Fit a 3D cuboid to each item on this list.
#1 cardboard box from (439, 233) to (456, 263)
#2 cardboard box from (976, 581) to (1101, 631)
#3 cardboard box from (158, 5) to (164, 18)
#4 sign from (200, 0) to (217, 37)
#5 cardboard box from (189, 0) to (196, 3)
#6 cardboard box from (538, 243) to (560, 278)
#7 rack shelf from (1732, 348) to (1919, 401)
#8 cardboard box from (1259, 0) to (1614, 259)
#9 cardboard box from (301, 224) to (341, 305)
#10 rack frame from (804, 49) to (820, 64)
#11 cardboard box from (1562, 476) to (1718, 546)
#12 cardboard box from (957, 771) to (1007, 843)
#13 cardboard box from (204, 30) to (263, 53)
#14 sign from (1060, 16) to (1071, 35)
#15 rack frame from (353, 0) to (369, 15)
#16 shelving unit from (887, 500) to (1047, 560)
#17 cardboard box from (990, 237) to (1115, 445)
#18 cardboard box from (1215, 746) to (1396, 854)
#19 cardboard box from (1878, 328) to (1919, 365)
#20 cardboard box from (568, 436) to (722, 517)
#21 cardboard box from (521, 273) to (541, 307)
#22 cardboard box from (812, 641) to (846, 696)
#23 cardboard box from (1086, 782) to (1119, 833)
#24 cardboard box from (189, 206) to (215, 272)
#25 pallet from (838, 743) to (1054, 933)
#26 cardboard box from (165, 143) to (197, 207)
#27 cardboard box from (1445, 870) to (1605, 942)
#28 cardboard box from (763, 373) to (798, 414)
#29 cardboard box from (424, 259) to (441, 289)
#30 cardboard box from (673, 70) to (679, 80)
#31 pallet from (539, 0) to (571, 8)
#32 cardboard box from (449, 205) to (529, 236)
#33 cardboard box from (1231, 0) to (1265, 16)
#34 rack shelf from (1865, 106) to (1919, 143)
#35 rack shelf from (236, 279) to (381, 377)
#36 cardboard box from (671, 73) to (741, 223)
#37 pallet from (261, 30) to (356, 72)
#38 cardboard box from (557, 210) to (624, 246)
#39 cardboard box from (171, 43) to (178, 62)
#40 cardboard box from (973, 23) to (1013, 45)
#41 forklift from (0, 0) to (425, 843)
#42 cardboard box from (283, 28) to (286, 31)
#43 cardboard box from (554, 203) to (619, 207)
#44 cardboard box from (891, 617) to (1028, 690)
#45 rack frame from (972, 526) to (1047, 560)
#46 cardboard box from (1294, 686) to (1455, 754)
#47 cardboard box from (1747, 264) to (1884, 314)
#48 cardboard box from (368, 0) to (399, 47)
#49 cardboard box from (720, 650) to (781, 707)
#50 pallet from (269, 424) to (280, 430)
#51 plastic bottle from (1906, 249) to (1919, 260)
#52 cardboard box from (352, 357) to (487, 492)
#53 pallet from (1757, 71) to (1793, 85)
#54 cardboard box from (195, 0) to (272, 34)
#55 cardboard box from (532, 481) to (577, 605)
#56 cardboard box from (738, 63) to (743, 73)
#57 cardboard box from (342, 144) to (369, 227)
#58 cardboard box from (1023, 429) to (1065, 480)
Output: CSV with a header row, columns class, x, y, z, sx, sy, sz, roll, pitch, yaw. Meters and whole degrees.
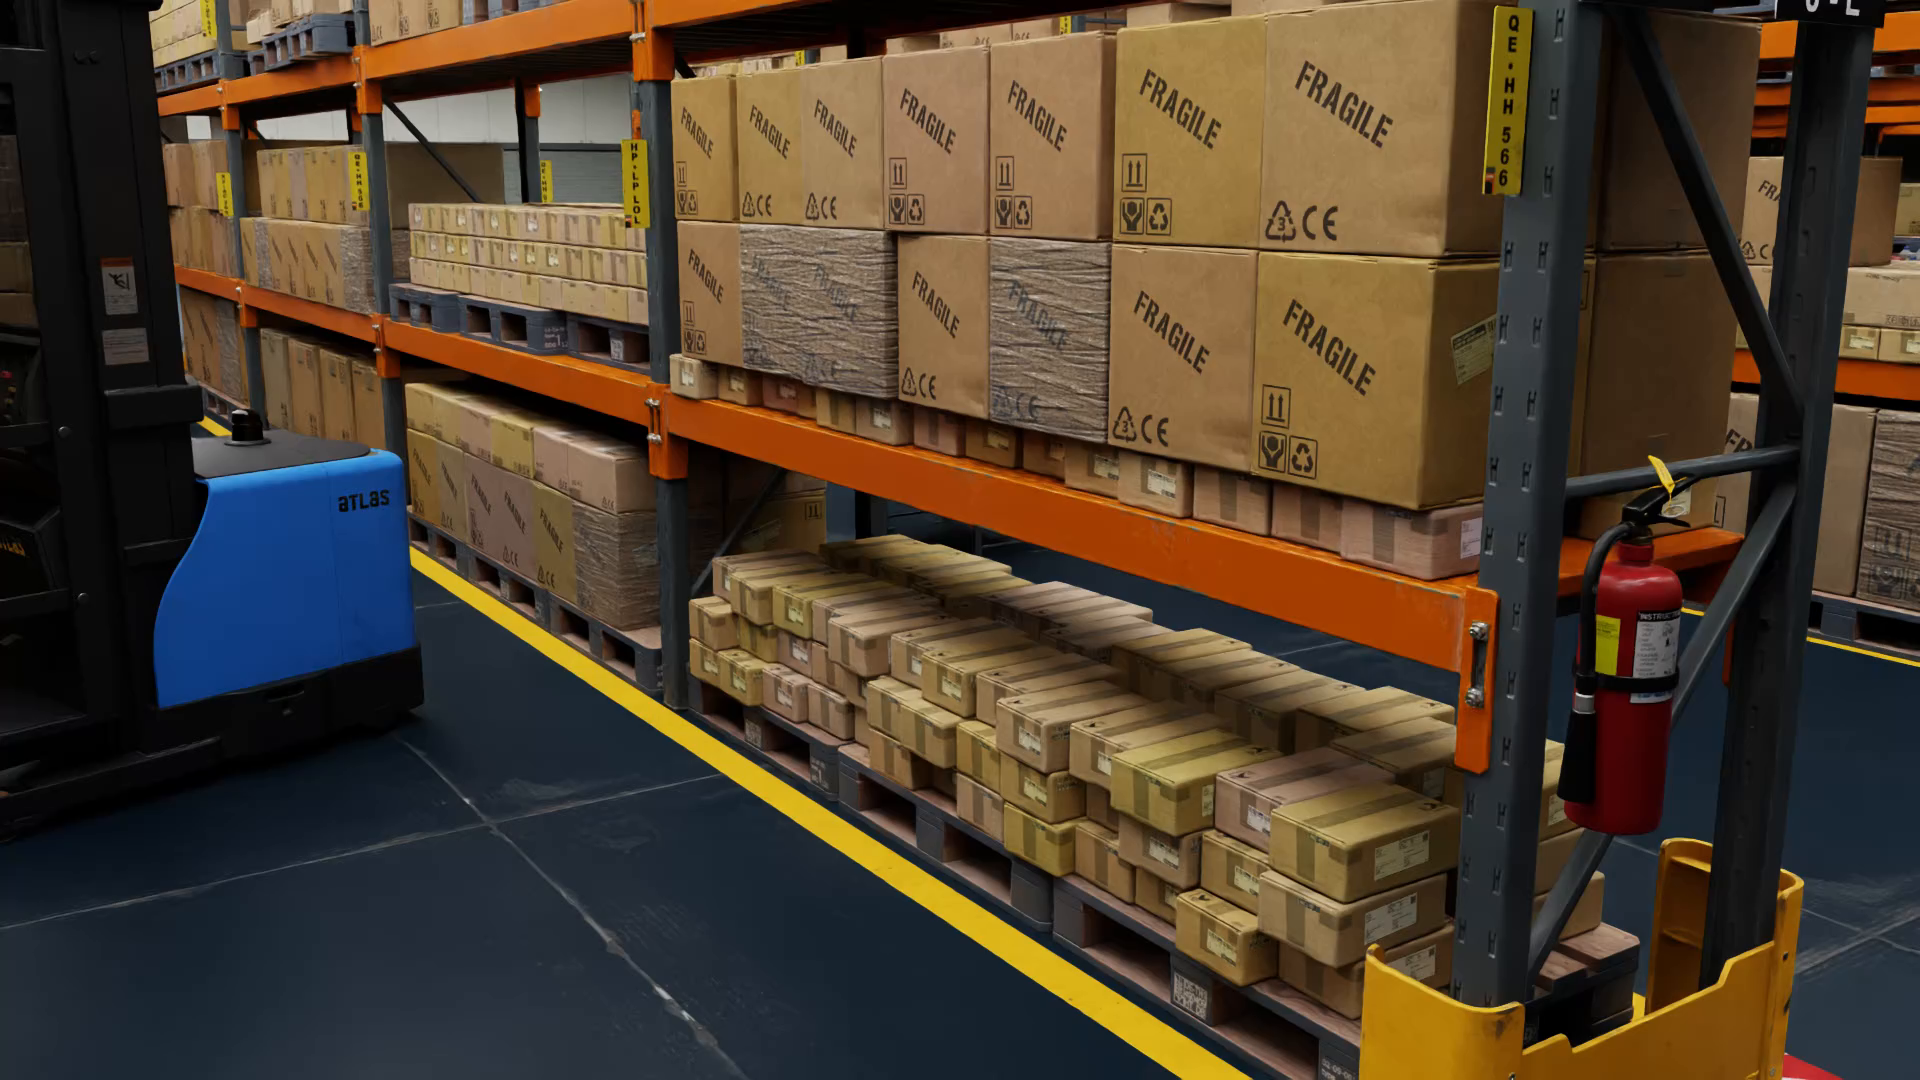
class,x,y,z,sx,sy,sz,roll,pitch,yaw
cardboard box,-2.572,-1.574,8.948,0.380,0.149,0.250,-9,15,-35
cardboard box,0.279,0.266,5.921,0.380,0.149,0.250,-9,15,-35
cardboard box,-6.785,-4.637,14.528,0.380,0.149,0.250,-8,15,-33
sign,-5.653,-3.953,12.502,0.100,0.325,0.005,-8,15,-33
cardboard box,-5.938,-4.366,13.288,0.380,0.149,0.250,-8,15,-33
cardboard box,-1.724,-1.301,7.698,0.380,0.149,0.250,-9,15,-36
rack shelf,4.534,-0.702,7.734,1.077,0.370,4.000,-8,15,-33
cardboard box,0.996,-0.863,3.517,0.500,0.500,0.500,-8,15,-34
cardboard box,-4.001,-1.826,10.958,0.500,0.500,0.500,-8,15,-34
rack frame,-1.007,-5.763,15.149,1.000,3.000,0.127,-8,15,-33
cardboard box,1.550,-0.102,3.896,0.380,0.149,0.250,-8,15,-33
cardboard box,0.214,0.768,5.020,0.380,0.149,0.250,-8,15,-32
cardboard box,-5.660,-3.886,12.962,0.380,0.149,0.250,-8,15,-33
sign,0.757,-3.775,11.869,0.100,0.325,0.005,-8,15,-33
rack frame,-2.976,-4.482,9.294,1.000,3.000,0.127,-8,15,-33
shelving unit,0.004,-0.548,9.736,0.538,1.125,1.048,-8,15,-33
cardboard box,0.424,-0.553,4.441,0.500,0.500,0.500,-8,15,-33
cardboard box,0.861,0.653,4.153,0.380,0.149,0.250,-8,15,-32
cardboard box,4.324,-0.871,7.412,0.380,0.149,0.250,-8,15,-32
cardboard box,-1.383,-0.293,7.292,0.500,0.250,0.500,-9,15,-34
cardboard box,-1.869,-1.201,7.937,0.380,0.149,0.250,-7,14,-30
cardboard box,-0.298,0.426,5.884,0.380,0.149,0.250,-9,15,-36
cardboard box,0.574,0.701,4.627,0.380,0.149,0.250,-8,15,-33
cardboard box,-6.308,-2.688,14.780,0.875,0.550,0.500,-8,15,-33
pallet,0.322,0.855,5.459,1.003,0.211,1.213,-8,15,-33
cardboard box,-6.656,-3.302,15.060,0.875,0.550,0.550,-8,15,-33
cardboard box,1.433,0.928,4.288,0.380,0.149,0.250,-8,15,-32
cardboard box,-0.478,-0.550,5.943,0.380,0.149,0.250,-9,15,-35
cardboard box,-2.747,-1.483,9.225,0.380,0.149,0.250,-7,14,-30
cardboard box,-2.866,-4.909,17.685,0.380,0.149,0.250,-7,14,-31
pallet,-1.013,-2.336,6.941,1.213,0.211,1.003,-8,15,-33
cardboard box,-2.451,-1.681,8.738,0.380,0.149,0.250,-9,15,-35
cardboard box,2.159,-3.597,11.050,0.500,0.500,0.500,-7,14,-30
rack shelf,10.567,-4.051,16.026,1.077,0.370,4.000,-8,15,-33
rack shelf,-4.084,-1.556,11.638,1.077,0.370,4.000,-8,15,-33
cardboard box,-0.712,-1.414,6.033,0.500,0.500,0.500,-8,14,-31
pallet,-3.999,-3.231,11.037,1.003,0.211,1.213,-7,14,-30
cardboard box,-1.581,-1.402,7.463,0.380,0.149,0.250,-8,15,-33
cardboard box,-6.506,-4.158,14.202,0.380,0.149,0.250,-8,15,-33
cardboard box,0.444,-4.024,12.816,0.500,0.500,0.500,-8,15,-33
forklift,-3.444,-0.540,5.469,1.130,2.935,3.031,10,16,38
cardboard box,-4.331,-3.559,11.189,0.396,0.266,0.258,-8,15,-33
cardboard box,-2.040,-1.800,9.284,0.380,0.149,0.250,-8,14,-31
cardboard box,0.000,0.375,5.422,0.380,0.149,0.250,-9,15,-35
rack frame,0.285,-0.458,9.323,0.500,1.125,0.032,-8,15,-33
cardboard box,1.164,0.540,4.668,0.380,0.149,0.250,-8,15,-33
cardboard box,4.031,-1.186,7.919,0.500,0.250,0.500,-8,14,-31
cardboard box,-2.881,-2.933,8.995,0.500,0.500,0.500,-8,15,-33
cardboard box,-0.678,0.498,6.255,0.380,0.149,0.250,-8,14,-31
pallet,-4.702,-0.772,12.899,1.003,0.211,1.213,-8,15,-33
plastic bottle,7.407,-2.127,12.858,0.152,0.276,0.135,-8,15,-33
cardboard box,-3.238,-0.776,10.674,1.050,0.750,0.750,-8,15,-34
pallet,6.402,-3.698,13.170,1.003,0.211,1.213,-8,15,-33
cardboard box,-5.678,-4.111,13.057,0.500,0.250,0.500,-8,15,-33
cardboard box,-1.663,-0.017,7.787,0.500,0.500,0.500,-9,15,-34
cardboard box,-1.966,-4.636,16.435,0.380,0.149,0.250,-7,14,-31
cardboard box,-3.497,-2.259,10.598,0.700,0.500,0.500,-8,15,-34
cardboard box,0.401,-0.270,4.663,0.380,0.149,0.250,-9,15,-35
